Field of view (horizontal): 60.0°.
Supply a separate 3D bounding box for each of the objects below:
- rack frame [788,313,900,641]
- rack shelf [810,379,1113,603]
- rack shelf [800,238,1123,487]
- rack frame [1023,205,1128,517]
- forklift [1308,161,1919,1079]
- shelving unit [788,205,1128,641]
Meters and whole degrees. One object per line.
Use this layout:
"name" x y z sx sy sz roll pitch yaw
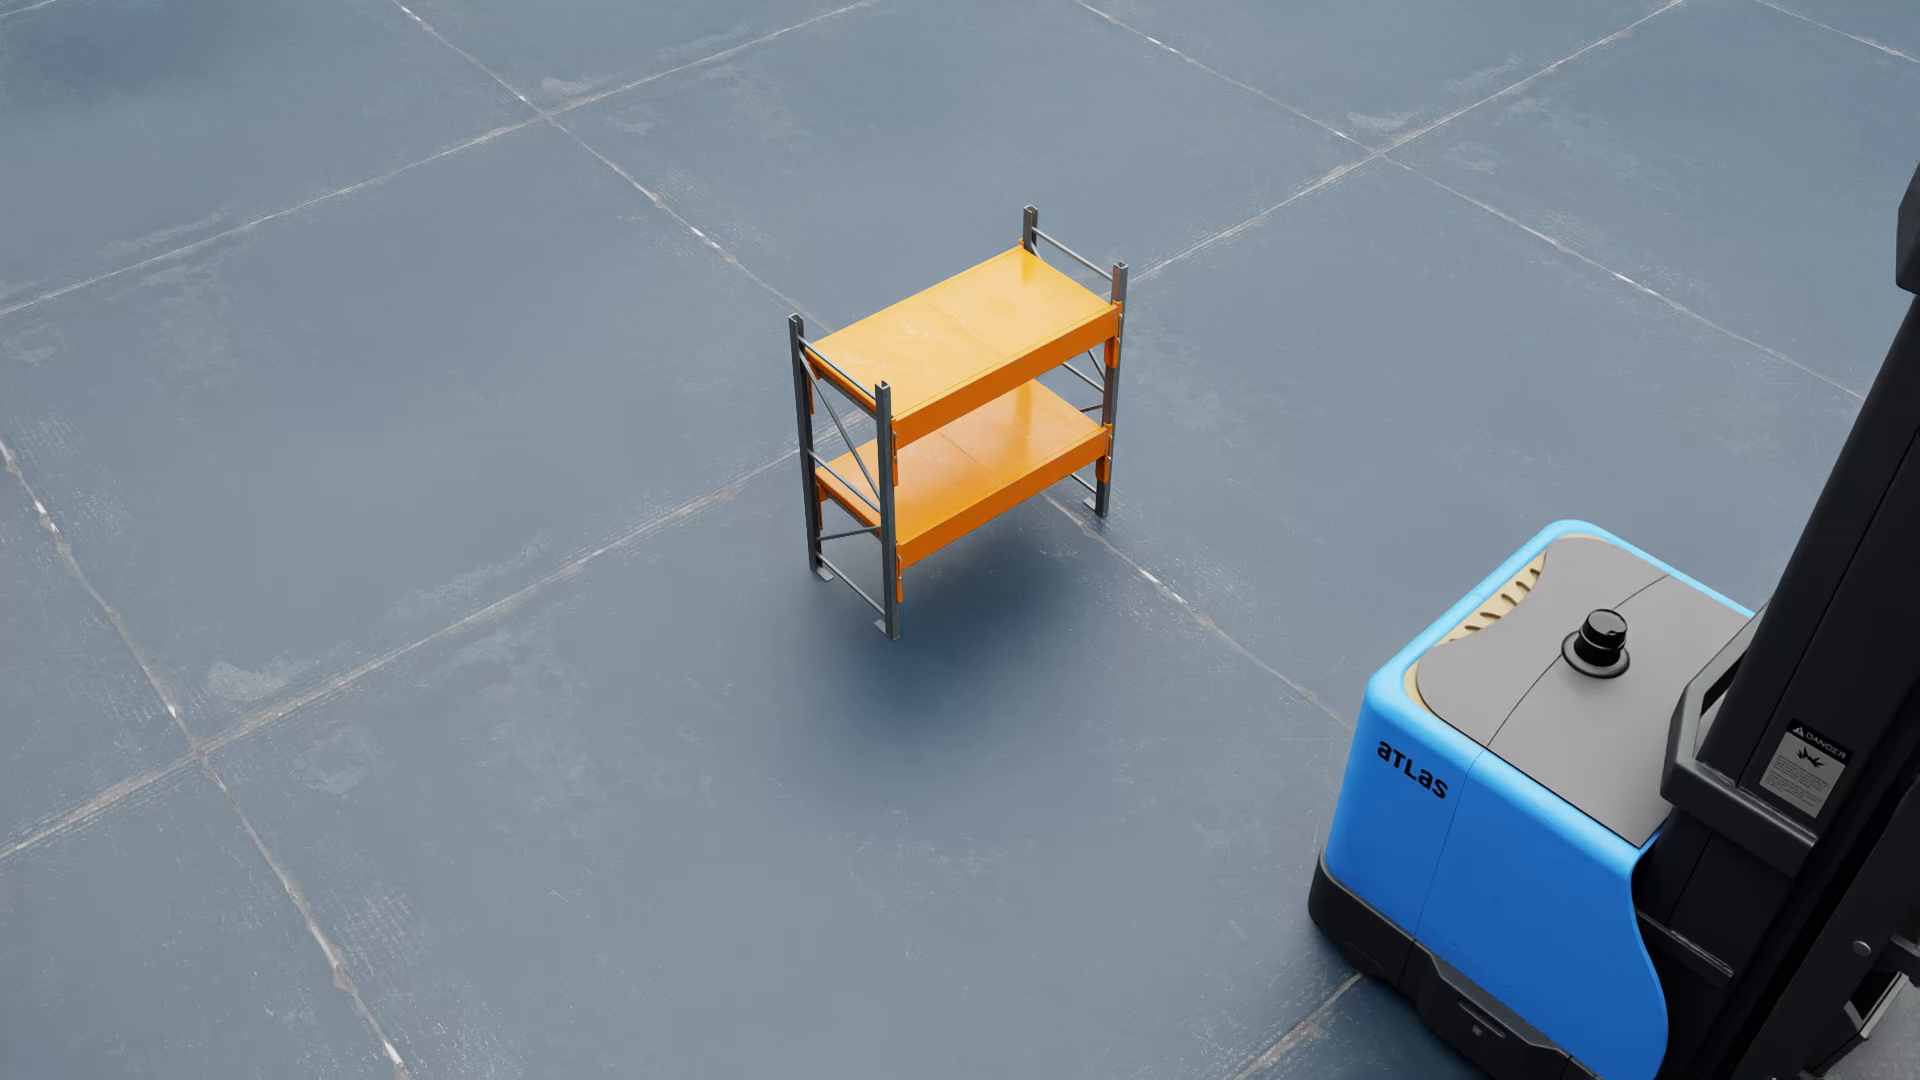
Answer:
"rack frame" -0.385 -0.190 5.630 0.032 1.125 0.500 -30 51 -28
"rack shelf" 0.005 -0.235 6.035 1.000 0.278 0.538 -30 51 -28
"rack shelf" 0.005 -0.626 5.668 1.000 0.278 0.538 -30 51 -28
"rack frame" 0.395 -0.636 6.106 0.032 1.125 0.500 -30 51 -28
"forklift" 2.420 0.588 3.483 1.130 2.935 3.031 -33 52 -30
"shelving unit" 0.005 -0.413 5.868 1.048 1.125 0.538 -30 51 -28
